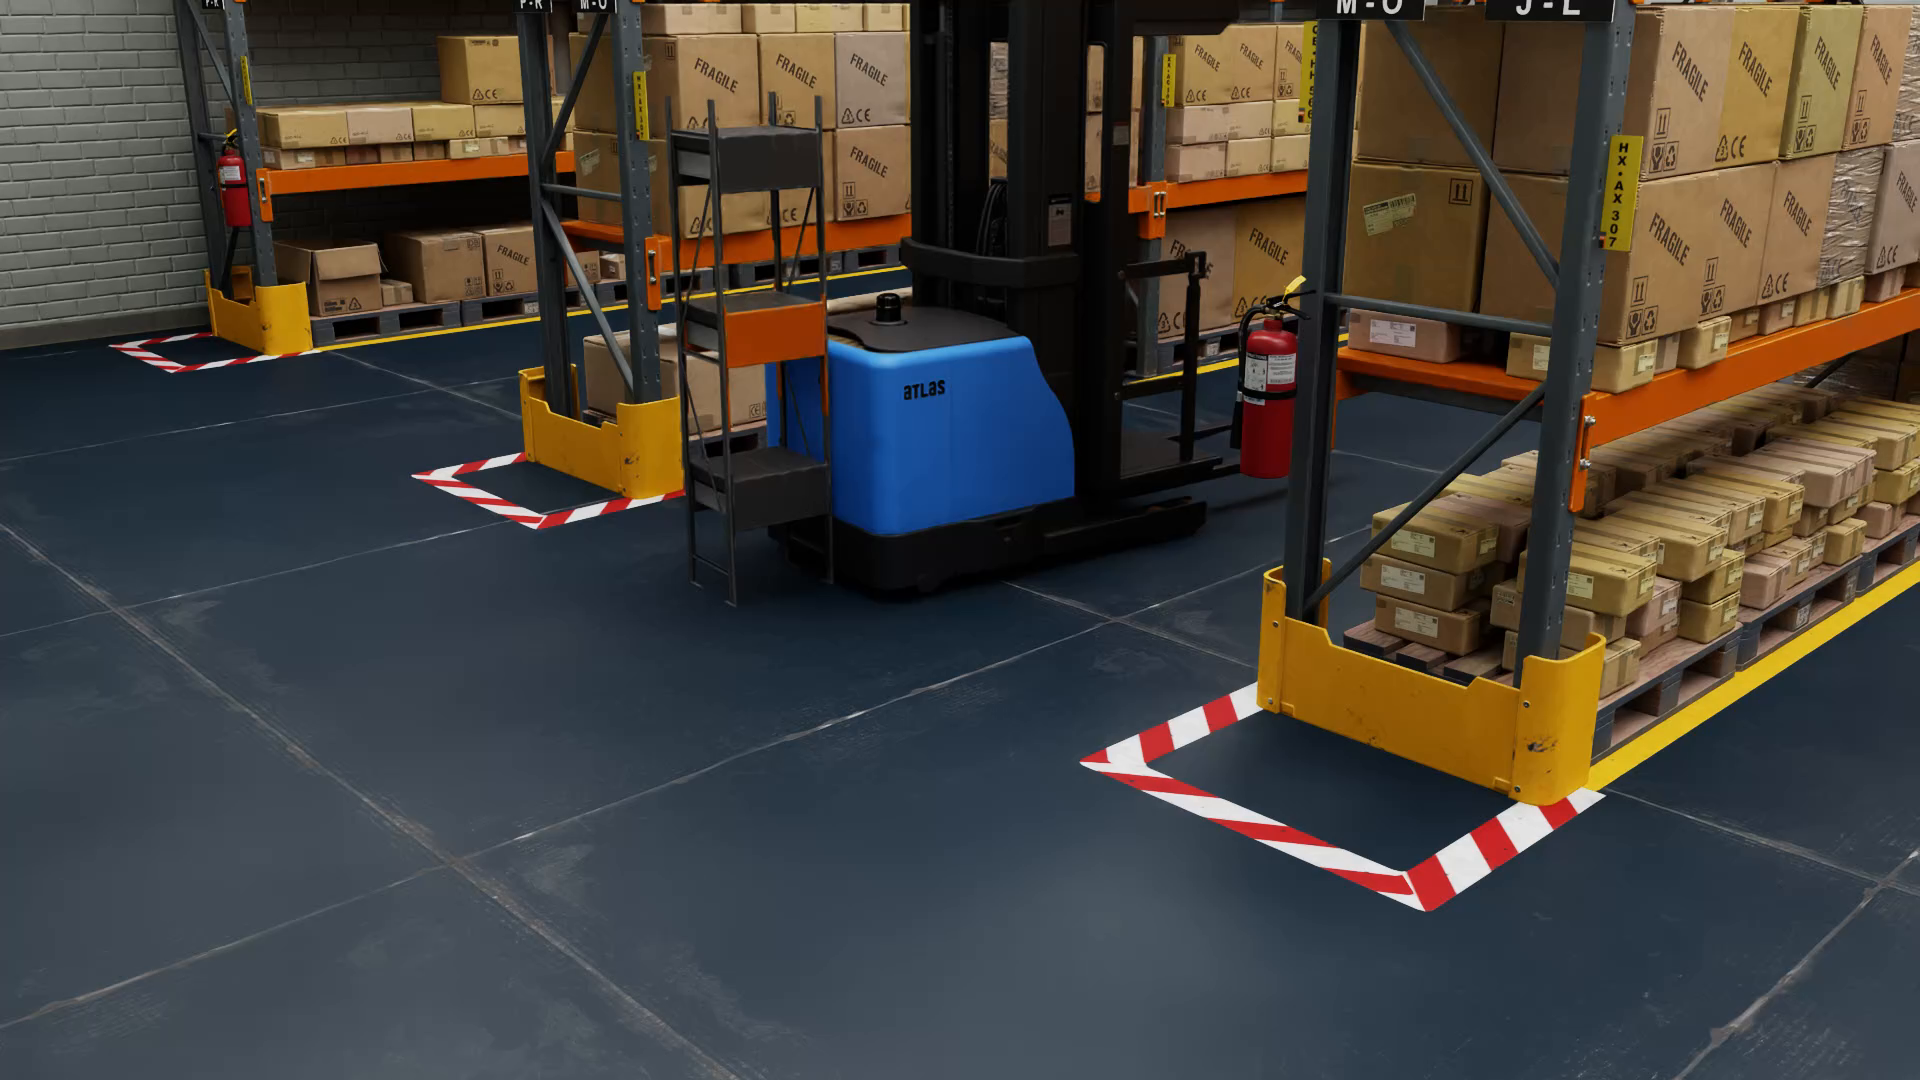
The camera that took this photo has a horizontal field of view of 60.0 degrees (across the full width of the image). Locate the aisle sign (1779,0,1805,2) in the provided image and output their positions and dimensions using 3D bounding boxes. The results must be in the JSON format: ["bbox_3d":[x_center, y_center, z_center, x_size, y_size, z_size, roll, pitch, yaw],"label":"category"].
[{"bbox_3d":[9.519,-6.511,18.987,0.004,0.787,0.394,-16,24,-41],"label":"aisle sign"}]

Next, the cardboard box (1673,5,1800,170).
[{"bbox_3d":[2.406,-1.522,5.550,0.500,0.500,0.500,-15,23,-39],"label":"cardboard box"}]

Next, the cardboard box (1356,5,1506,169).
[{"bbox_3d":[1.697,-1.531,5.577,0.500,0.500,0.500,-17,24,-42],"label":"cardboard box"}]

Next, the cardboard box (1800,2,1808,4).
[{"bbox_3d":[8.793,-5.462,17.703,0.500,0.500,0.700,-17,24,-41],"label":"cardboard box"}]

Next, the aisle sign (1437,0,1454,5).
[{"bbox_3d":[6.523,-7.488,22.001,0.004,0.787,0.394,-16,24,-41],"label":"aisle sign"}]

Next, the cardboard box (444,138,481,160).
[{"bbox_3d":[-3.954,-3.063,12.976,0.380,0.149,0.250,17,25,42],"label":"cardboard box"}]

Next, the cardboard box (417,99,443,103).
[{"bbox_3d":[-4.081,-3.463,13.564,0.500,0.250,0.500,-16,24,-41],"label":"cardboard box"}]

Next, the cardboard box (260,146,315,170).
[{"bbox_3d":[-4.925,-2.801,12.169,0.250,0.149,0.380,-16,24,-41],"label":"cardboard box"}]

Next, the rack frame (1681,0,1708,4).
[{"bbox_3d":[6.780,-4.344,16.519,0.127,3.000,1.000,-16,24,-41],"label":"rack frame"}]

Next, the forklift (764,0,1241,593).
[{"bbox_3d":[0.581,-1.508,7.882,3.031,2.935,1.130,-13,22,-34],"label":"forklift"}]

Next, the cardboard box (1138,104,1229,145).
[{"bbox_3d":[1.481,-2.845,11.329,0.500,0.250,0.500,17,25,42],"label":"cardboard box"}]

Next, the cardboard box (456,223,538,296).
[{"bbox_3d":[-3.742,-2.294,13.568,0.500,0.500,0.500,-16,24,-40],"label":"cardboard box"}]

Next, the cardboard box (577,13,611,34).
[{"bbox_3d":[-1.816,-2.754,8.780,0.250,0.149,0.380,-16,24,-40],"label":"cardboard box"}]

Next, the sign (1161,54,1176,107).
[{"bbox_3d":[1.350,-2.974,10.762,0.005,0.325,0.100,-16,24,-41],"label":"sign"}]

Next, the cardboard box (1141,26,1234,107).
[{"bbox_3d":[1.485,-3.201,11.210,0.500,0.500,0.500,-16,24,-40],"label":"cardboard box"}]

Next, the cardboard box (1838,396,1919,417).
[{"bbox_3d":[4.362,-0.554,7.806,0.250,0.149,0.380,-15,23,-39],"label":"cardboard box"}]

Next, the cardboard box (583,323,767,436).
[{"bbox_3d":[-1.528,-0.944,9.507,0.875,0.438,0.875,17,24,42],"label":"cardboard box"}]

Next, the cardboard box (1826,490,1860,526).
[{"bbox_3d":[3.639,-0.198,7.190,0.250,0.149,0.380,-16,24,-40],"label":"cardboard box"}]

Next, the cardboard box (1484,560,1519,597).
[{"bbox_3d":[1.950,0.082,6.326,0.250,0.149,0.380,-17,25,-42],"label":"cardboard box"}]

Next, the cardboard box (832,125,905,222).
[{"bbox_3d":[-0.663,-2.103,9.446,0.500,0.500,0.500,-16,24,-41],"label":"cardboard box"}]

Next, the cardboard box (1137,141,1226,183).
[{"bbox_3d":[1.469,-2.612,11.419,0.500,0.250,0.500,-17,25,-42],"label":"cardboard box"}]

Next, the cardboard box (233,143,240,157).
[{"bbox_3d":[-5.296,-2.924,12.546,0.250,0.149,0.380,-17,24,-41],"label":"cardboard box"}]

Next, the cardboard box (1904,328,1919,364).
[{"bbox_3d":[5.160,-1.026,8.441,0.500,0.250,0.500,17,24,41],"label":"cardboard box"}]

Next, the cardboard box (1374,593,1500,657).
[{"bbox_3d":[1.775,0.285,6.184,0.250,0.149,0.380,-16,24,-40],"label":"cardboard box"}]

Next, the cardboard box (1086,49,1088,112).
[{"bbox_3d":[0.440,-2.904,10.296,0.500,0.500,0.500,-17,24,-42],"label":"cardboard box"}]

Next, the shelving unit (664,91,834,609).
[{"bbox_3d":[-0.878,-0.801,7.050,0.503,2.100,0.431,-13,22,-34],"label":"shelving unit"}]

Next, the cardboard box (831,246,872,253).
[{"bbox_3d":[-1.194,-3.043,15.879,0.500,0.500,0.500,17,25,42],"label":"cardboard box"}]

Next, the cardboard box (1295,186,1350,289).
[{"bbox_3d":[2.664,-2.370,13.194,0.875,0.875,0.875,-16,24,-40],"label":"cardboard box"}]

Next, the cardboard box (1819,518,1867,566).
[{"bbox_3d":[3.639,-0.026,7.142,0.250,0.149,0.380,-16,24,-41],"label":"cardboard box"}]

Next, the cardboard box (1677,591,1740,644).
[{"bbox_3d":[2.707,0.246,6.303,0.250,0.149,0.380,-16,24,-40],"label":"cardboard box"}]

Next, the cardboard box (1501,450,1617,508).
[{"bbox_3d":[2.457,-0.243,6.847,0.250,0.149,0.380,-15,23,-39],"label":"cardboard box"}]

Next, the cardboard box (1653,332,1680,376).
[{"bbox_3d":[2.153,-0.652,5.540,0.250,0.149,0.380,-15,23,-39],"label":"cardboard box"}]

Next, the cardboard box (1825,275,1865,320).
[{"bbox_3d":[3.309,-0.981,6.554,0.250,0.149,0.380,-16,24,-40],"label":"cardboard box"}]

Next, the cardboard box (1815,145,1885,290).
[{"bbox_3d":[3.154,-1.265,6.378,0.500,0.500,0.500,-17,25,-42],"label":"cardboard box"}]

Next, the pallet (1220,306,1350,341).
[{"bbox_3d":[2.363,-1.763,13.079,1.213,0.211,1.003,-16,24,-41],"label":"pallet"}]

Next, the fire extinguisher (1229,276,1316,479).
[{"bbox_3d":[1.035,-0.549,5.545,0.183,0.674,0.296,-16,24,-41],"label":"fire extinguisher"}]

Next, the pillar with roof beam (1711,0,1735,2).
[{"bbox_3d":[16.826,-10.789,26.672,0.400,9.000,9.100,-16,24,-41],"label":"pillar with roof beam"}]

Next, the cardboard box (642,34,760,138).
[{"bbox_3d":[-1.394,-2.362,8.624,0.500,0.500,0.500,-17,25,-42],"label":"cardboard box"}]

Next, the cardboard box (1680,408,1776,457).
[{"bbox_3d":[3.485,-0.491,7.612,0.250,0.149,0.380,-17,25,-42],"label":"cardboard box"}]

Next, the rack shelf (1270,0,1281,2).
[{"bbox_3d":[1.914,-6.116,18.289,4.000,0.370,1.077,-16,24,-41],"label":"rack shelf"}]

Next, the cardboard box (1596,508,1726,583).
[{"bbox_3d":[2.538,0.015,6.051,0.250,0.149,0.380,-16,24,-41],"label":"cardboard box"}]

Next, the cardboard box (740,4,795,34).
[{"bbox_3d":[-1.082,-2.747,8.759,0.250,0.149,0.380,-15,23,-39],"label":"cardboard box"}]

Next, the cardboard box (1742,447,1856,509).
[{"bbox_3d":[3.465,-0.261,6.903,0.380,0.149,0.250,17,24,42],"label":"cardboard box"}]

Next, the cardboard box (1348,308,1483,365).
[{"bbox_3d":[1.578,-0.726,5.768,0.250,0.149,0.380,-16,24,-41],"label":"cardboard box"}]

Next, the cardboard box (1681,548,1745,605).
[{"bbox_3d":[2.708,0.101,6.269,0.250,0.149,0.380,-15,23,-39],"label":"cardboard box"}]

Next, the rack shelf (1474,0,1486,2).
[{"bbox_3d":[2.421,-4.157,12.246,4.000,0.370,1.077,-16,24,-41],"label":"rack shelf"}]

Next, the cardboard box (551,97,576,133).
[{"bbox_3d":[-3.373,-3.456,13.541,0.500,0.250,0.500,-16,24,-41],"label":"cardboard box"}]

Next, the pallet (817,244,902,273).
[{"bbox_3d":[-0.994,-2.874,16.508,1.213,0.211,1.003,-16,24,-41],"label":"pallet"}]

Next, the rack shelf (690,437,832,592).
[{"bbox_3d":[-0.878,-0.122,7.270,0.480,0.518,0.431,-13,22,-34],"label":"rack shelf"}]

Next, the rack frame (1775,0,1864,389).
[{"bbox_3d":[4.442,-1.561,7.935,0.127,3.000,1.000,-16,24,-41],"label":"rack frame"}]
